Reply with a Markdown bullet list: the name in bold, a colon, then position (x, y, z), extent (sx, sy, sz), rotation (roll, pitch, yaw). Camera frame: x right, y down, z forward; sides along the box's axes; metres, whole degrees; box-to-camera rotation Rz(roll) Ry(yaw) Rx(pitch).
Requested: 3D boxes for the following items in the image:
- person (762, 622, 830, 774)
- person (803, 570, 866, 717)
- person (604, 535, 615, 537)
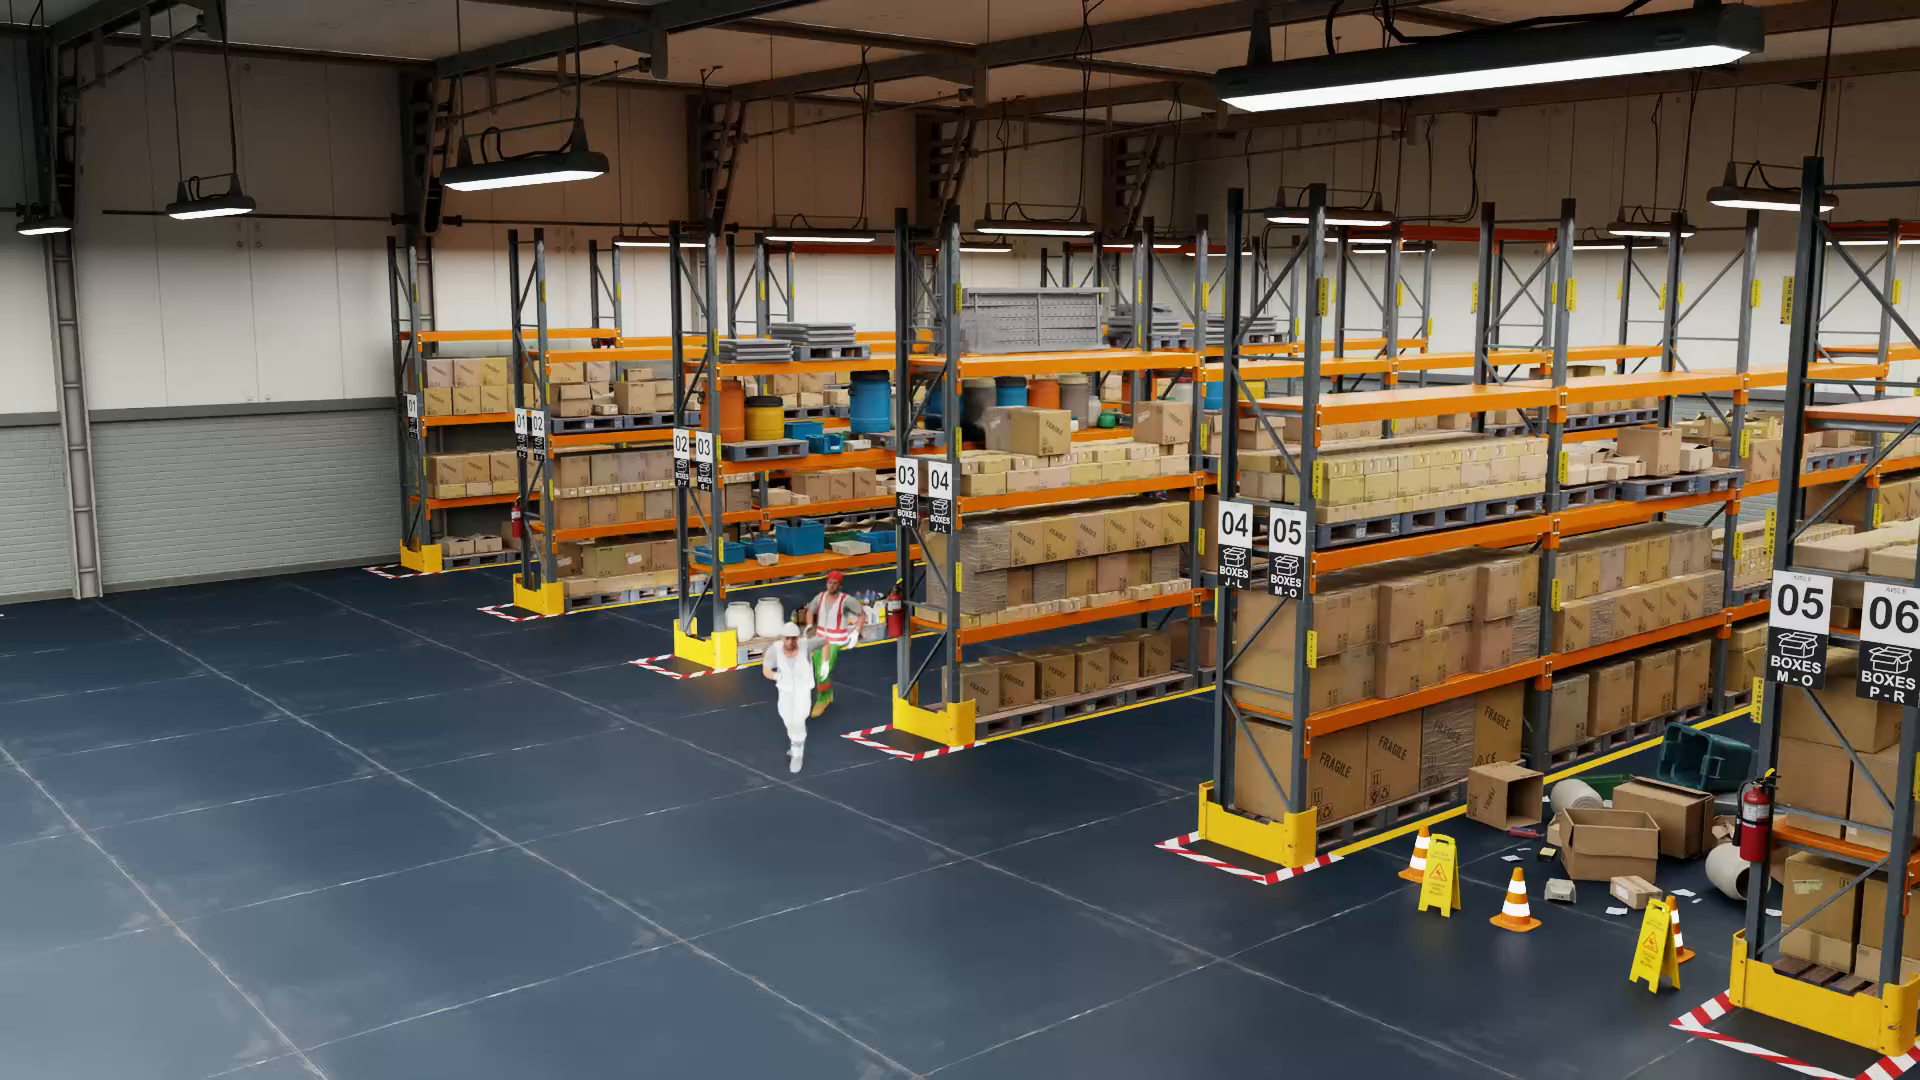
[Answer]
- **person**: position (-1.741, 1.644, 17.780), extent (0.702, 1.690, 0.992), rotation (0, 9, 1)
- **person**: position (-1.553, 1.241, 20.026), extent (0.718, 1.779, 0.674), rotation (5, 10, 29)
- **person**: position (-6.143, -0.096, 28.969), extent (0.555, 1.654, 0.550), rotation (8, 12, 43)
